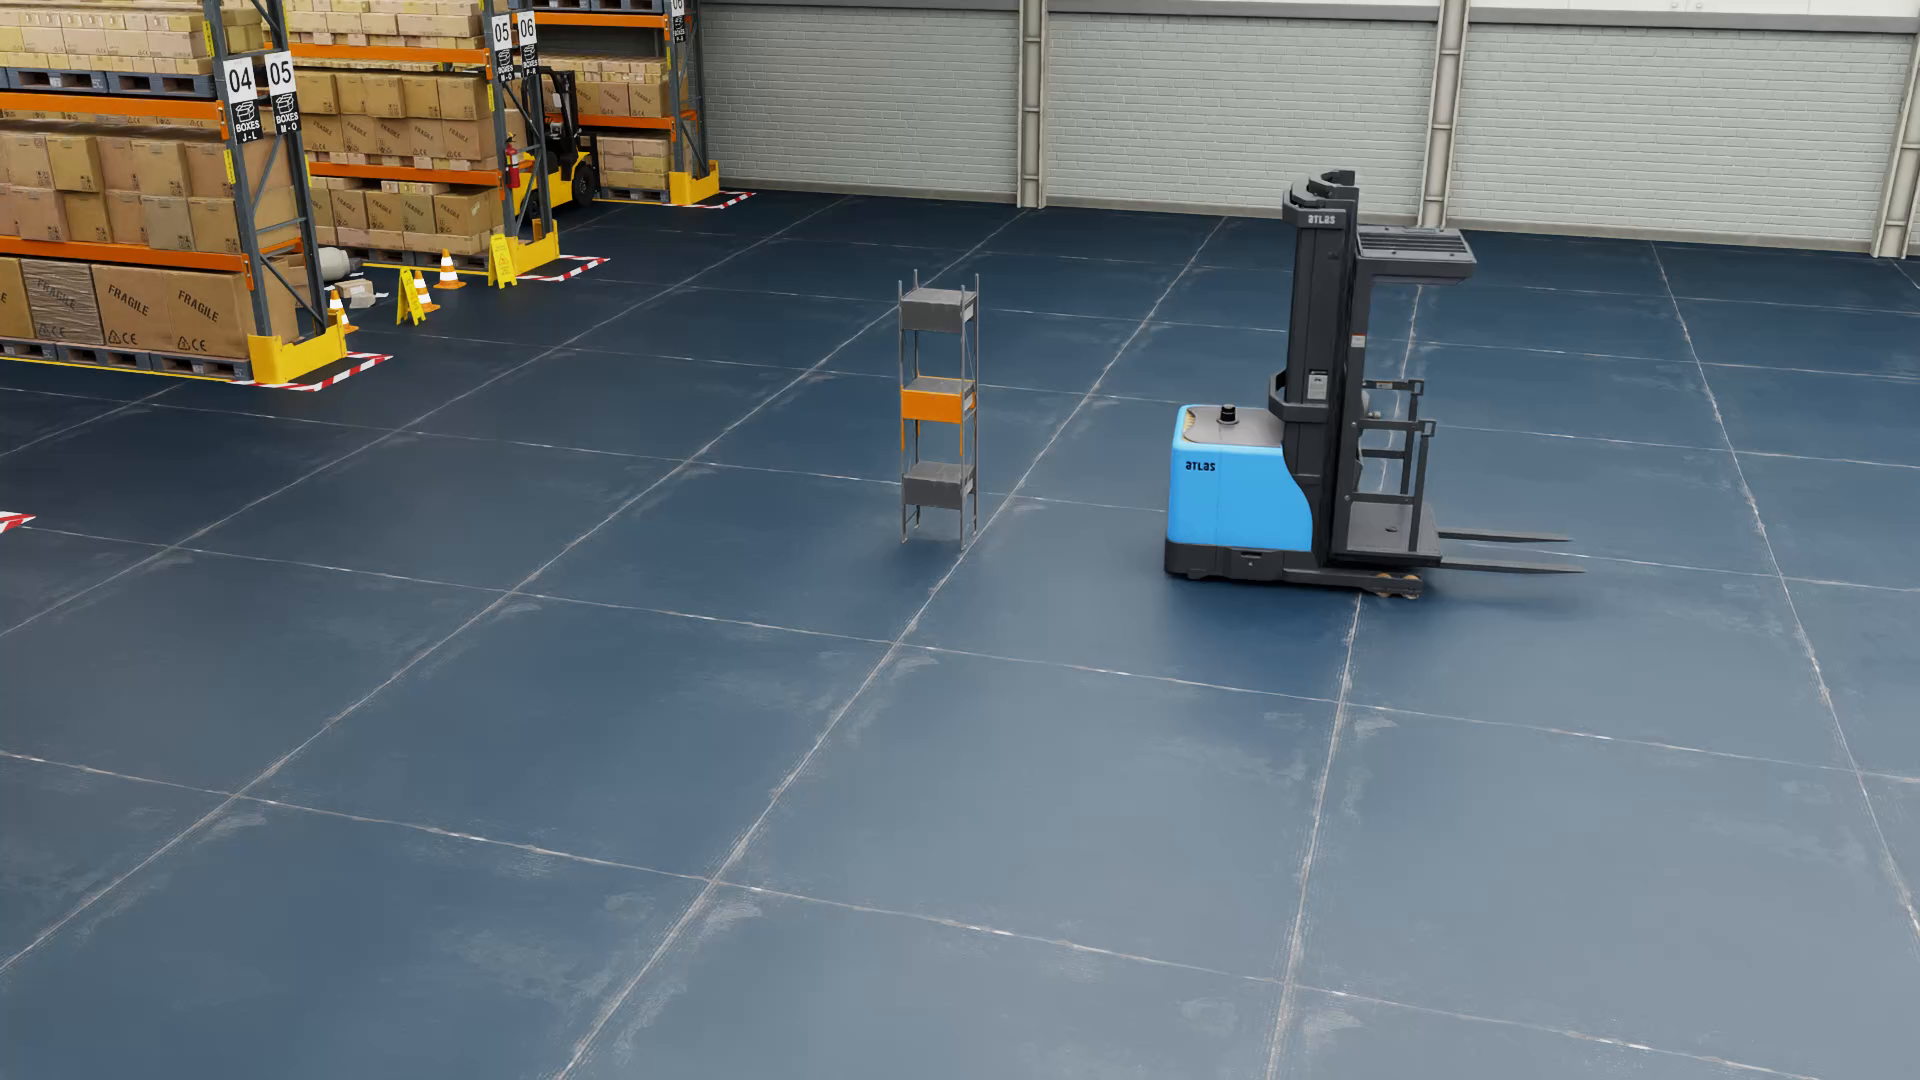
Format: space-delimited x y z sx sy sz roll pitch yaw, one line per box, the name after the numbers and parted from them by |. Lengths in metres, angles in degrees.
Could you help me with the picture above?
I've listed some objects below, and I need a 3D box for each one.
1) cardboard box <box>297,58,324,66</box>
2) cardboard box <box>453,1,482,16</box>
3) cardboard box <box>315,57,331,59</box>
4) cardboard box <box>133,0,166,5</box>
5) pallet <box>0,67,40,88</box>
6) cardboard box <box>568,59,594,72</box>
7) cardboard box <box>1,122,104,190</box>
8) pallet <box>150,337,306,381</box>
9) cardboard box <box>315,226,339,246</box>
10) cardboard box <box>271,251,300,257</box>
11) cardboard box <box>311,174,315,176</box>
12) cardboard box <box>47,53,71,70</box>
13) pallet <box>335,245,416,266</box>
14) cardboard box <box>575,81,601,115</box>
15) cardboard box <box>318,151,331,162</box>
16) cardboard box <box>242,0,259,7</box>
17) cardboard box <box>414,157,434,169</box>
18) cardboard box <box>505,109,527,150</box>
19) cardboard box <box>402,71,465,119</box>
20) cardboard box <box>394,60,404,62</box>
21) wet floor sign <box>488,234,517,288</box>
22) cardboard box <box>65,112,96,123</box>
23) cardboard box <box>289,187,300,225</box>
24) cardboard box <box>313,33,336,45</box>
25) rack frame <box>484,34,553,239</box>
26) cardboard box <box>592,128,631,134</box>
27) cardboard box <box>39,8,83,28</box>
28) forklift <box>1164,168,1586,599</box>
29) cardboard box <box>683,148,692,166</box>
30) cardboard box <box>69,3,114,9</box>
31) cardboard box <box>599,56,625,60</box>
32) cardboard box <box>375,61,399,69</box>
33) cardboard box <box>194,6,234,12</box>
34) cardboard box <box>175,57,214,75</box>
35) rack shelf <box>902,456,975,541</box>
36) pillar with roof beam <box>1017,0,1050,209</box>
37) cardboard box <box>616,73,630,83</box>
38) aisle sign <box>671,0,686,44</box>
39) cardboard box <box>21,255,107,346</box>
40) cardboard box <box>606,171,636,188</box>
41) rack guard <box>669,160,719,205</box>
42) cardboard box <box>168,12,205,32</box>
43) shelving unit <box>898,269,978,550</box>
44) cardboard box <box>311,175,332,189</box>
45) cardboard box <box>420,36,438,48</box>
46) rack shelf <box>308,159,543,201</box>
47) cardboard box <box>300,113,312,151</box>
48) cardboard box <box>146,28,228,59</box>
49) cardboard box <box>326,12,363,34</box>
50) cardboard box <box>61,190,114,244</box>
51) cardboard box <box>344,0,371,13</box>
-10.653 -7.816 27.291 0.250 0.149 0.380 7 23 16 | cardboard box
-6.066 -6.590 20.616 0.250 0.149 0.380 7 23 16 | cardboard box
-10.520 -7.988 27.709 0.250 0.149 0.380 6 23 15 | cardboard box
-10.571 -7.039 22.076 0.500 0.250 0.500 7 23 16 | cardboard box
-10.040 -4.902 17.337 1.213 0.211 1.003 7 23 16 | pallet
-5.882 -7.374 25.820 0.250 0.149 0.380 7 23 17 | cardboard box
-9.439 -4.037 17.445 0.550 0.550 0.875 7 23 16 | cardboard box
-7.778 -1.979 17.722 1.213 0.211 1.003 7 23 15 | pallet
-8.485 -4.163 22.441 0.500 0.250 0.500 8 24 19 | cardboard box
-8.854 -3.691 21.511 0.500 0.500 0.500 -14 26 -30 | cardboard box
-8.843 -4.760 22.908 0.500 0.500 0.500 6 23 15 | cardboard box
-8.866 -4.803 16.625 0.250 0.149 0.380 7 23 16 | cardboard box
-7.662 -3.974 22.585 1.213 0.211 1.003 7 23 16 | pallet
-5.759 -6.944 26.021 0.500 0.500 0.500 6 23 14 | cardboard box
-8.267 -5.106 22.002 0.250 0.149 0.380 6 23 15 | cardboard box
-9.022 -6.927 21.439 0.250 0.149 0.380 7 23 17 | cardboard box
-6.846 -4.907 21.517 0.250 0.149 0.380 7 23 16 | cardboard box
-6.031 -5.356 21.756 0.500 0.500 0.500 6 23 15 | cardboard box
-6.692 -5.701 21.279 0.500 0.500 0.700 7 23 16 | cardboard box
-9.062 -7.821 27.304 0.250 0.149 0.380 6 23 15 | cardboard box
-5.784 -3.521 20.908 0.232 0.644 0.267 16 27 34 | wet floor sign
-11.941 -6.031 22.848 0.500 0.500 0.500 7 23 16 | cardboard box
-9.000 -4.564 22.432 0.500 0.500 0.500 8 24 18 | cardboard box
-8.050 -6.433 21.284 0.250 0.149 0.380 6 23 14 | cardboard box
-5.657 -5.020 21.460 0.127 3.000 1.000 7 23 16 | rack frame
-5.587 -6.442 26.679 0.500 0.250 0.500 6 23 15 | cardboard box
-8.871 -5.172 16.474 0.250 0.149 0.380 7 23 16 | cardboard box
3.099 -1.147 12.109 3.031 2.935 1.130 4 23 9 | forklift
-4.617 -6.104 26.514 0.500 0.250 0.500 7 23 16 | cardboard box
-8.924 -5.439 17.125 0.250 0.149 0.380 7 23 16 | cardboard box
-5.477 -7.539 26.223 0.250 0.149 0.380 7 23 17 | cardboard box
-9.209 -7.613 26.796 0.250 0.149 0.380 6 23 14 | cardboard box
-7.458 -5.271 16.715 0.250 0.149 0.380 7 23 16 | cardboard box
-7.406 -4.635 16.216 0.250 0.149 0.380 6 23 15 | cardboard box
-0.158 -0.329 13.092 0.480 0.518 0.431 7 23 16 | rack shelf
-0.132 -7.781 20.286 0.400 9.000 9.100 7 23 16 | pillar with roof beam
-5.124 -7.174 25.725 0.250 0.149 0.380 7 23 17 | cardboard box
-4.249 -7.912 25.086 0.004 0.787 0.394 7 23 16 | aisle sign
-9.374 -2.668 17.973 0.875 0.875 0.875 7 23 16 | cardboard box
-5.241 -5.740 26.286 0.500 0.250 0.500 7 23 15 | cardboard box
-4.204 -5.664 26.325 0.348 0.500 1.175 7 23 16 | rack guard
-7.411 -5.005 16.066 0.250 0.149 0.380 7 23 16 | cardboard box
-0.158 -0.990 12.821 0.503 2.100 0.431 7 23 16 | shelving unit
-8.405 -4.773 22.086 0.250 0.149 0.380 7 23 18 | cardboard box
-6.572 -6.285 20.924 0.250 0.149 0.380 7 23 17 | cardboard box
-7.572 -4.906 22.131 4.000 0.370 1.077 7 23 16 | rack shelf
-8.659 -5.446 21.975 0.500 0.500 0.500 6 23 15 | cardboard box
-7.540 -4.859 16.235 0.500 0.250 0.500 7 23 16 | cardboard box
-7.688 -6.599 21.163 0.500 0.250 0.500 7 23 16 | cardboard box
-8.911 -3.506 17.572 0.500 0.550 0.875 7 23 16 | cardboard box
-7.544 -6.746 20.996 0.250 0.149 0.380 7 23 17 | cardboard box
